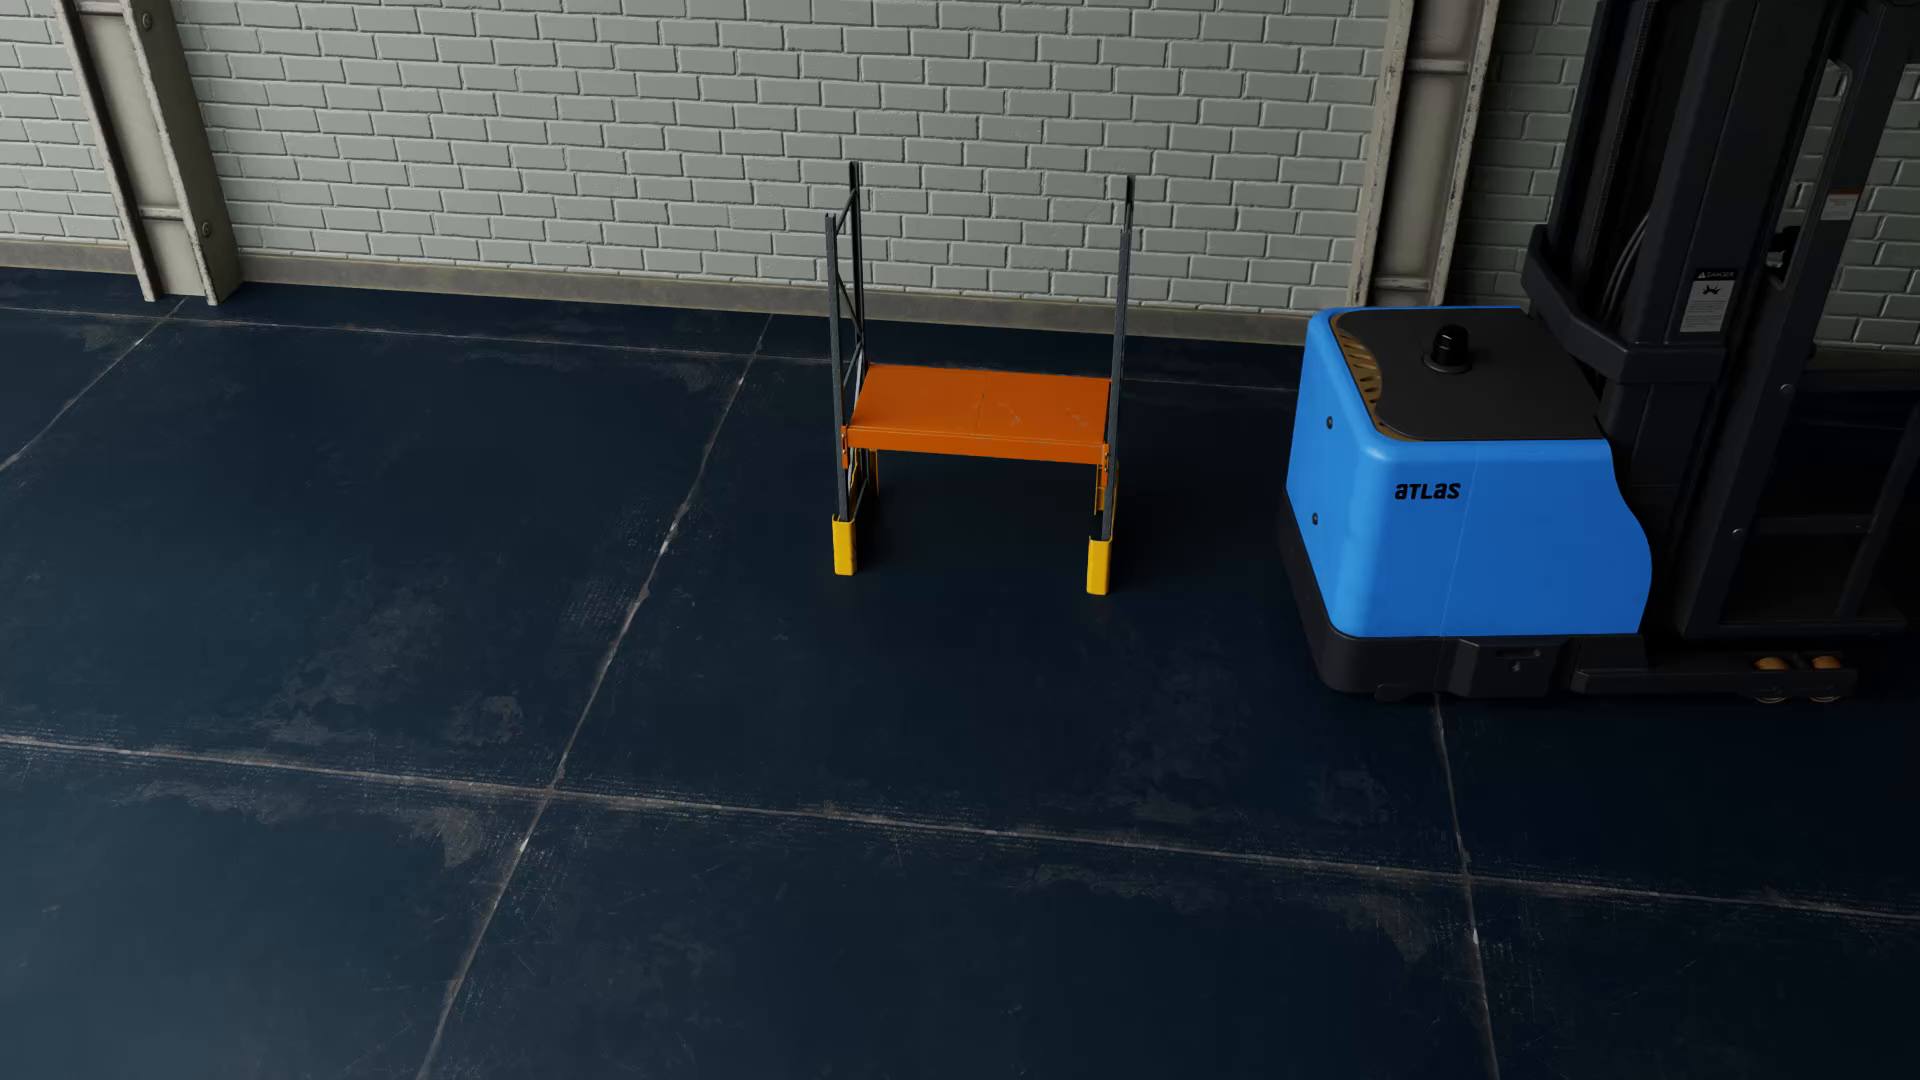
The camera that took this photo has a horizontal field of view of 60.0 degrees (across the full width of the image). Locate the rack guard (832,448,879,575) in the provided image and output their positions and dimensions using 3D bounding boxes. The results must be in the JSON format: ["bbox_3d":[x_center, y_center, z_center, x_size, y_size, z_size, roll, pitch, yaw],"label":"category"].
[{"bbox_3d":[-0.418,-0.133,6.721,0.087,0.250,0.587,4,36,6],"label":"rack guard"}]

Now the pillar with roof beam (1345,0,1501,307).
[{"bbox_3d":[1.472,-2.029,1.846,0.400,9.000,9.100,4,36,6],"label":"pillar with roof beam"}]

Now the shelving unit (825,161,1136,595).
[{"bbox_3d":[0.076,-0.605,6.306,1.083,1.500,0.587,4,36,6],"label":"shelving unit"}]

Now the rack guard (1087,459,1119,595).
[{"bbox_3d":[0.570,-0.059,6.618,0.087,0.250,0.587,4,36,6],"label":"rack guard"}]

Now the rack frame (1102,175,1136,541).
[{"bbox_3d":[0.589,-0.567,6.253,0.032,1.500,0.500,4,36,6],"label":"rack frame"}]

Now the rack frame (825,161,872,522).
[{"bbox_3d":[-0.420,-0.642,6.358,0.032,1.500,0.500,4,36,6],"label":"rack frame"}]

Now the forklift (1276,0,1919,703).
[{"bbox_3d":[2.786,-0.920,5.516,3.031,2.935,1.130,-1,36,-1],"label":"forklift"}]

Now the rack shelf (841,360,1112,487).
[{"bbox_3d":[0.085,-0.458,6.410,1.000,0.185,0.538,4,36,6],"label":"rack shelf"}]

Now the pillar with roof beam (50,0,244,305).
[{"bbox_3d":[-4.479,-2.473,2.468,0.400,9.000,9.100,4,36,6],"label":"pillar with roof beam"}]
